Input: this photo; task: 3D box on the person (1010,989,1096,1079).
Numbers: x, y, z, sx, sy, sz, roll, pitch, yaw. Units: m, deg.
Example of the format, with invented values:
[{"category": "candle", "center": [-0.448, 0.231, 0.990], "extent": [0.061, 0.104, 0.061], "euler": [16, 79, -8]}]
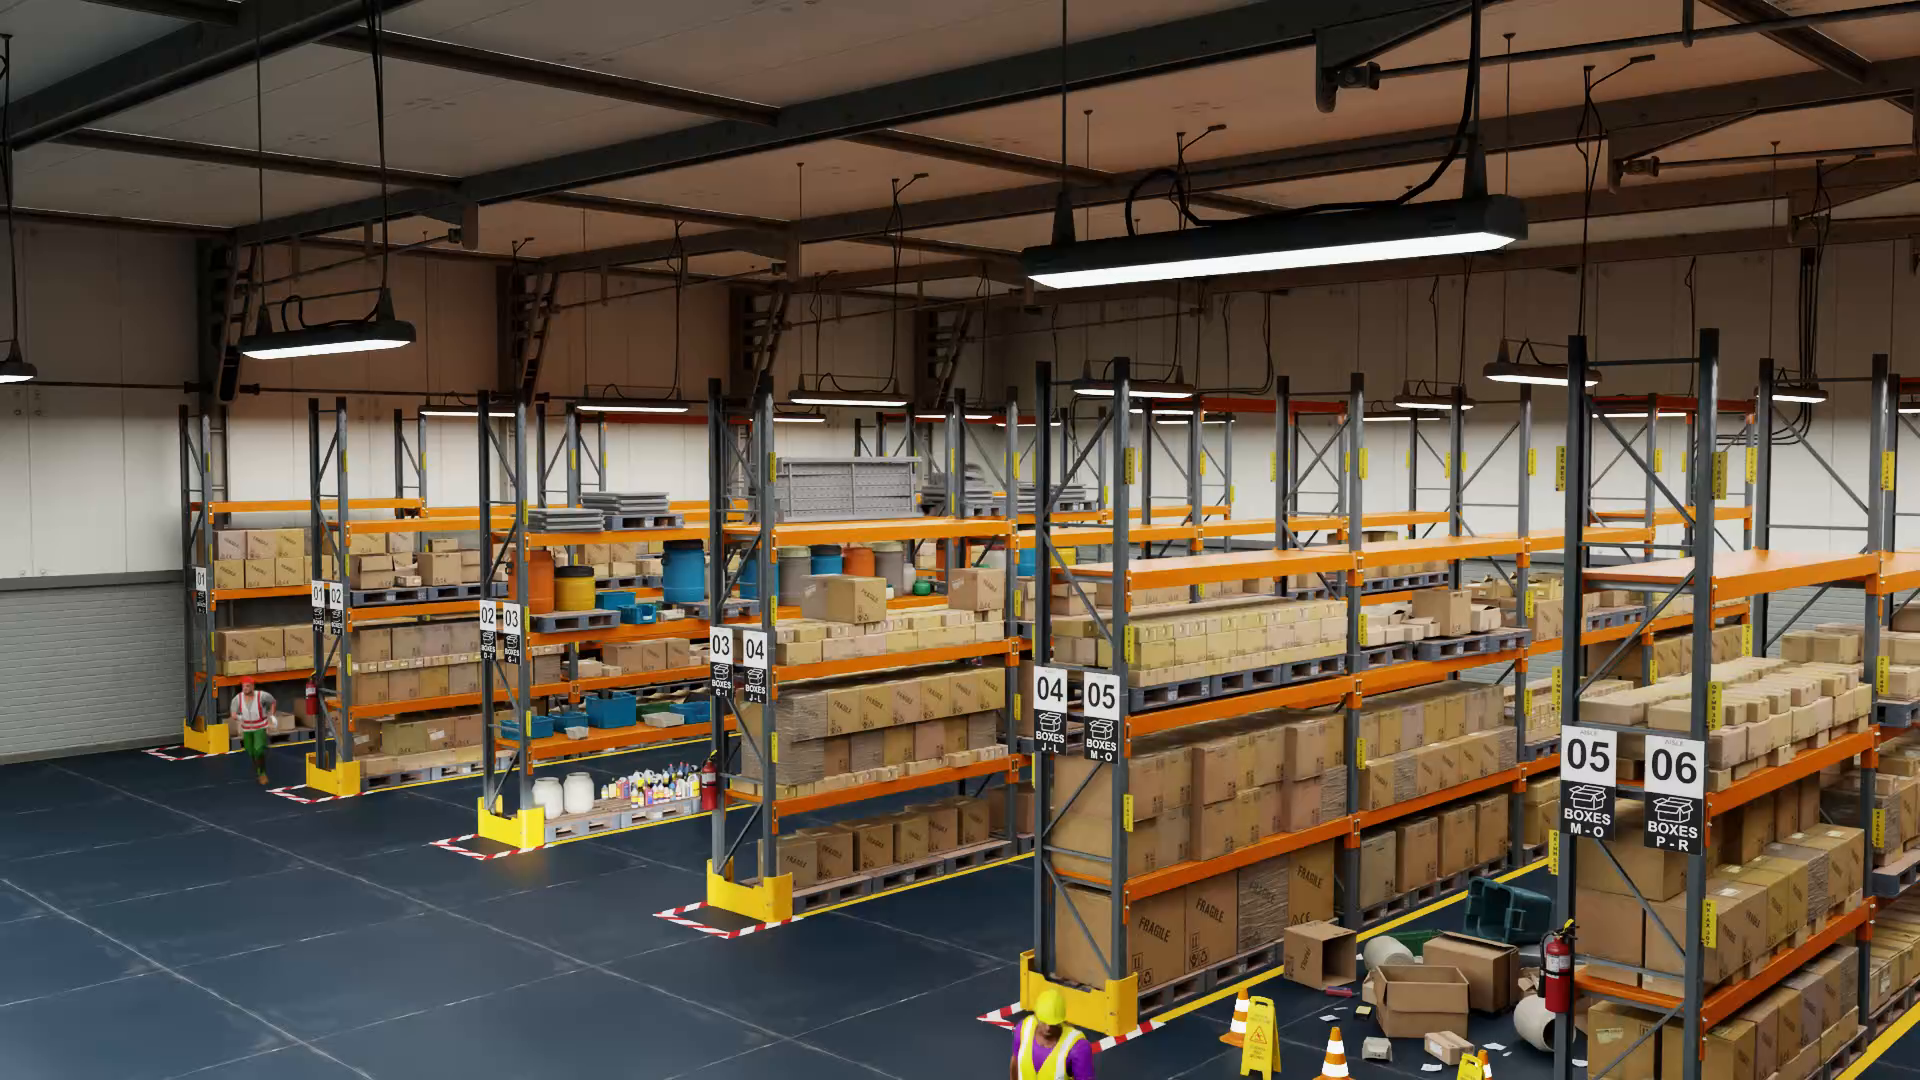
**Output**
[{"category": "person", "center": [0.573, 3.728, 10.867], "extent": [0.733, 1.718, 0.639], "euler": [1, 3, 26]}]

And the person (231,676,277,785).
[{"category": "person", "center": [-10.945, 2.937, 25.793], "extent": [0.619, 1.699, 0.919], "euler": [0, 3, -4]}]
